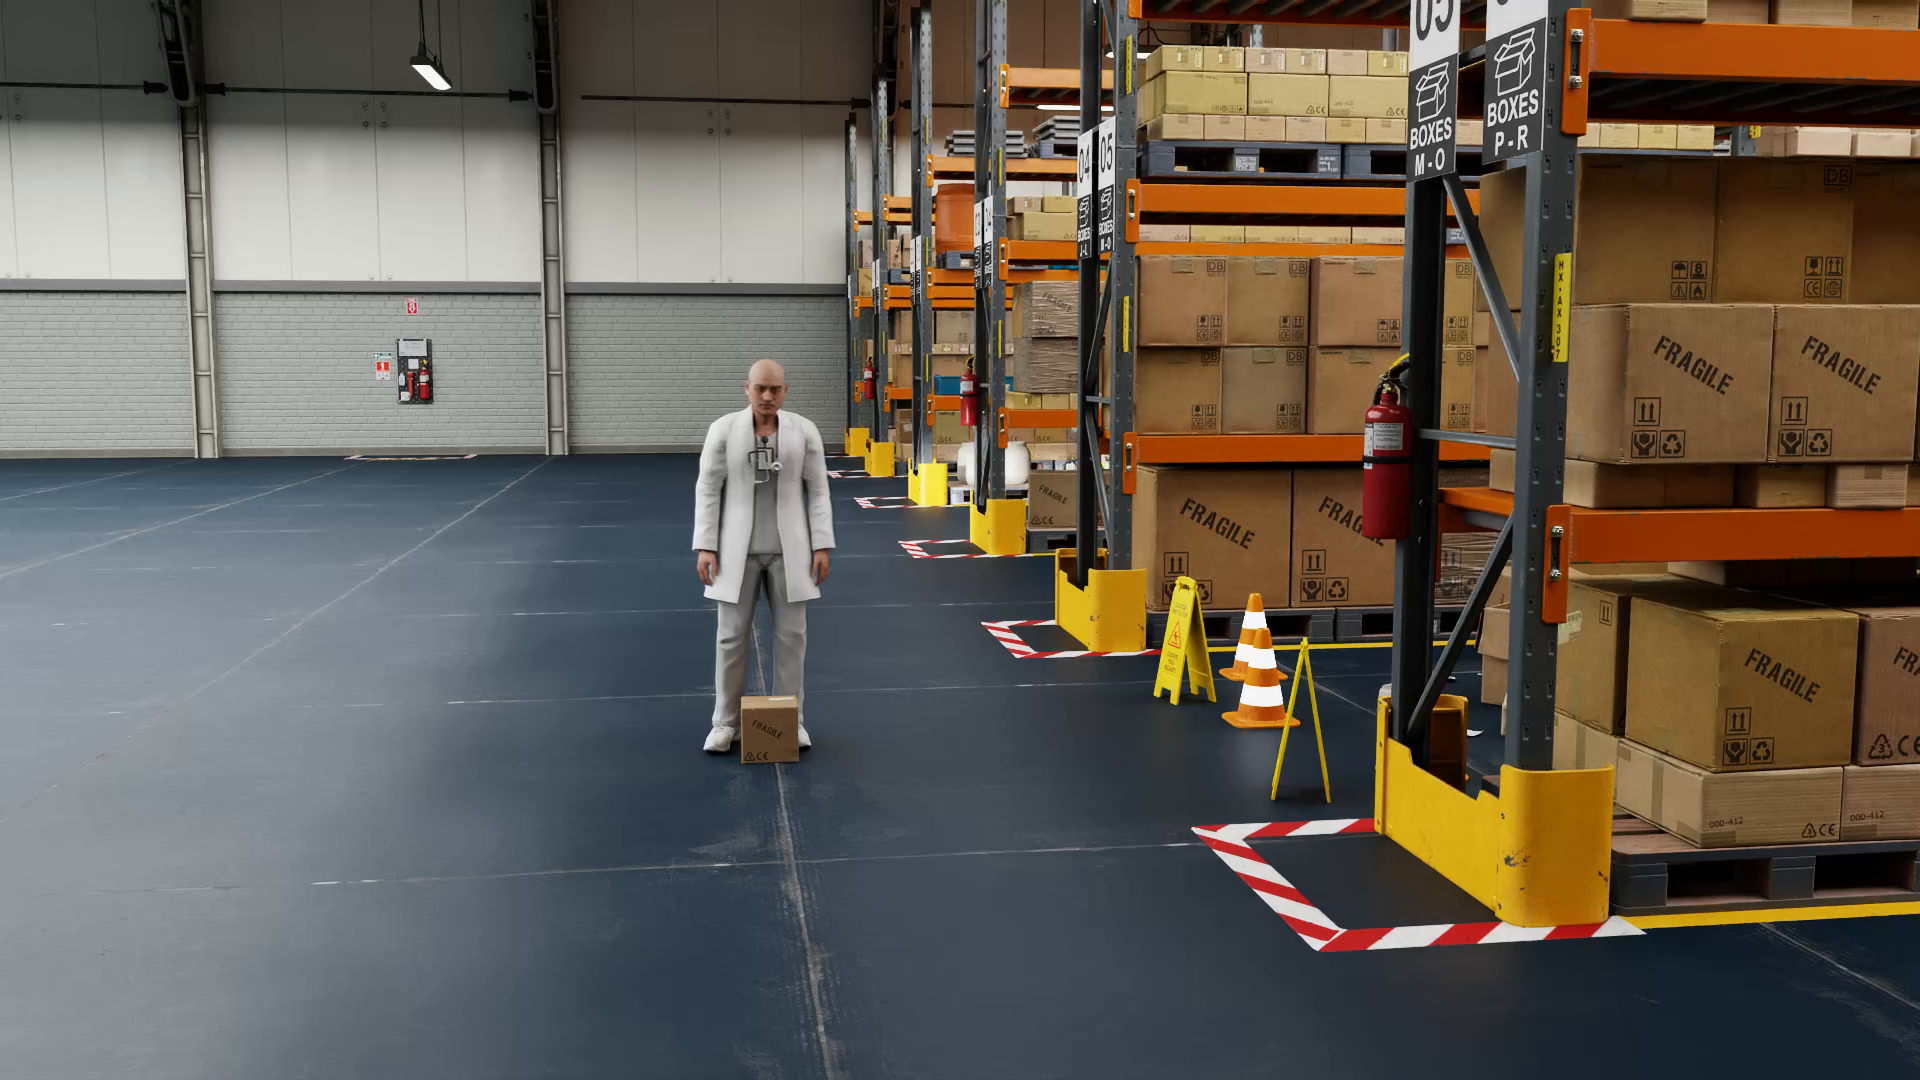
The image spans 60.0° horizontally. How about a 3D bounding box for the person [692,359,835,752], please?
[{"bbox_3d":[-0.896,0.062,7.609,0.650,1.774,0.417,-1,6,-10],"label":"person"}]
